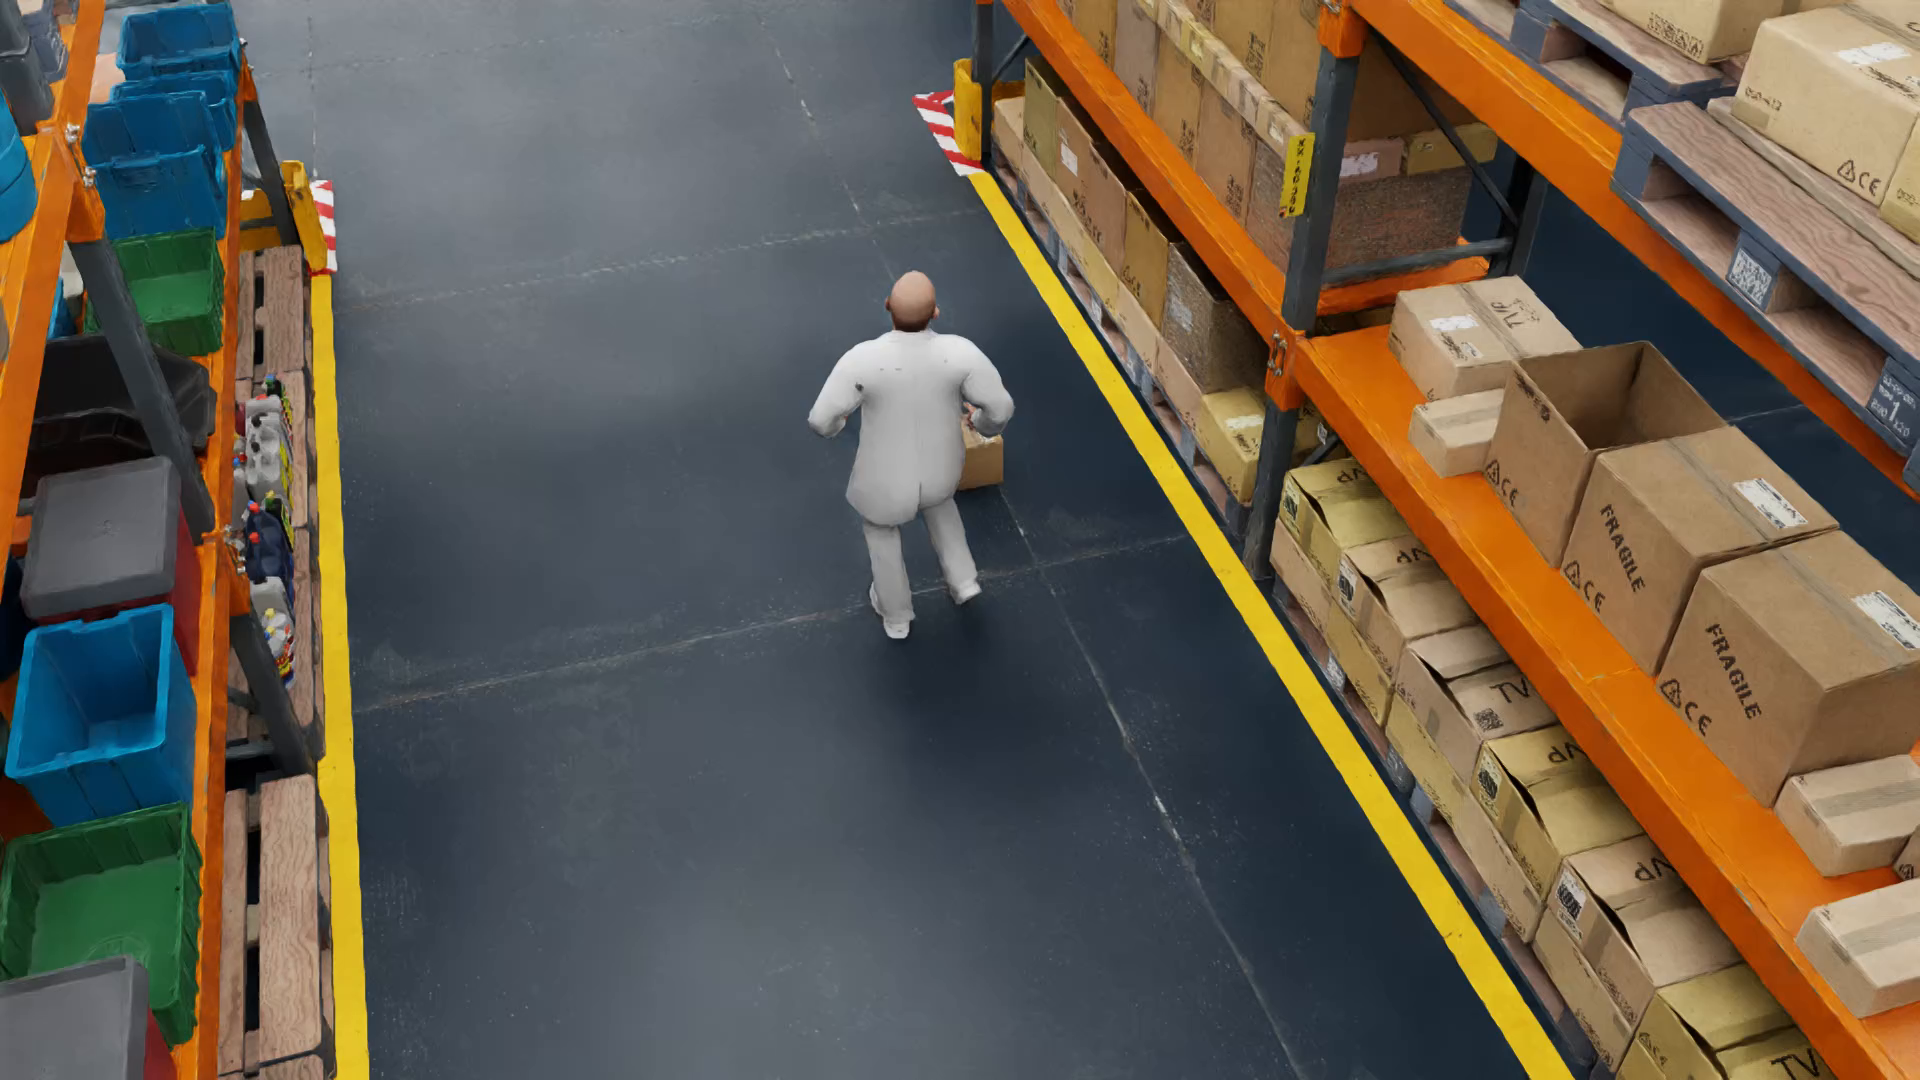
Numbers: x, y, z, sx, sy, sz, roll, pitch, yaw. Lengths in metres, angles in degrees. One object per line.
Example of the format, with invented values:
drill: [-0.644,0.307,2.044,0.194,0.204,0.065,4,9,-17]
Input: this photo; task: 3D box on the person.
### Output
person: [-0.215,-0.328,6.589,0.786,1.714,0.502,-11,43,-12]
